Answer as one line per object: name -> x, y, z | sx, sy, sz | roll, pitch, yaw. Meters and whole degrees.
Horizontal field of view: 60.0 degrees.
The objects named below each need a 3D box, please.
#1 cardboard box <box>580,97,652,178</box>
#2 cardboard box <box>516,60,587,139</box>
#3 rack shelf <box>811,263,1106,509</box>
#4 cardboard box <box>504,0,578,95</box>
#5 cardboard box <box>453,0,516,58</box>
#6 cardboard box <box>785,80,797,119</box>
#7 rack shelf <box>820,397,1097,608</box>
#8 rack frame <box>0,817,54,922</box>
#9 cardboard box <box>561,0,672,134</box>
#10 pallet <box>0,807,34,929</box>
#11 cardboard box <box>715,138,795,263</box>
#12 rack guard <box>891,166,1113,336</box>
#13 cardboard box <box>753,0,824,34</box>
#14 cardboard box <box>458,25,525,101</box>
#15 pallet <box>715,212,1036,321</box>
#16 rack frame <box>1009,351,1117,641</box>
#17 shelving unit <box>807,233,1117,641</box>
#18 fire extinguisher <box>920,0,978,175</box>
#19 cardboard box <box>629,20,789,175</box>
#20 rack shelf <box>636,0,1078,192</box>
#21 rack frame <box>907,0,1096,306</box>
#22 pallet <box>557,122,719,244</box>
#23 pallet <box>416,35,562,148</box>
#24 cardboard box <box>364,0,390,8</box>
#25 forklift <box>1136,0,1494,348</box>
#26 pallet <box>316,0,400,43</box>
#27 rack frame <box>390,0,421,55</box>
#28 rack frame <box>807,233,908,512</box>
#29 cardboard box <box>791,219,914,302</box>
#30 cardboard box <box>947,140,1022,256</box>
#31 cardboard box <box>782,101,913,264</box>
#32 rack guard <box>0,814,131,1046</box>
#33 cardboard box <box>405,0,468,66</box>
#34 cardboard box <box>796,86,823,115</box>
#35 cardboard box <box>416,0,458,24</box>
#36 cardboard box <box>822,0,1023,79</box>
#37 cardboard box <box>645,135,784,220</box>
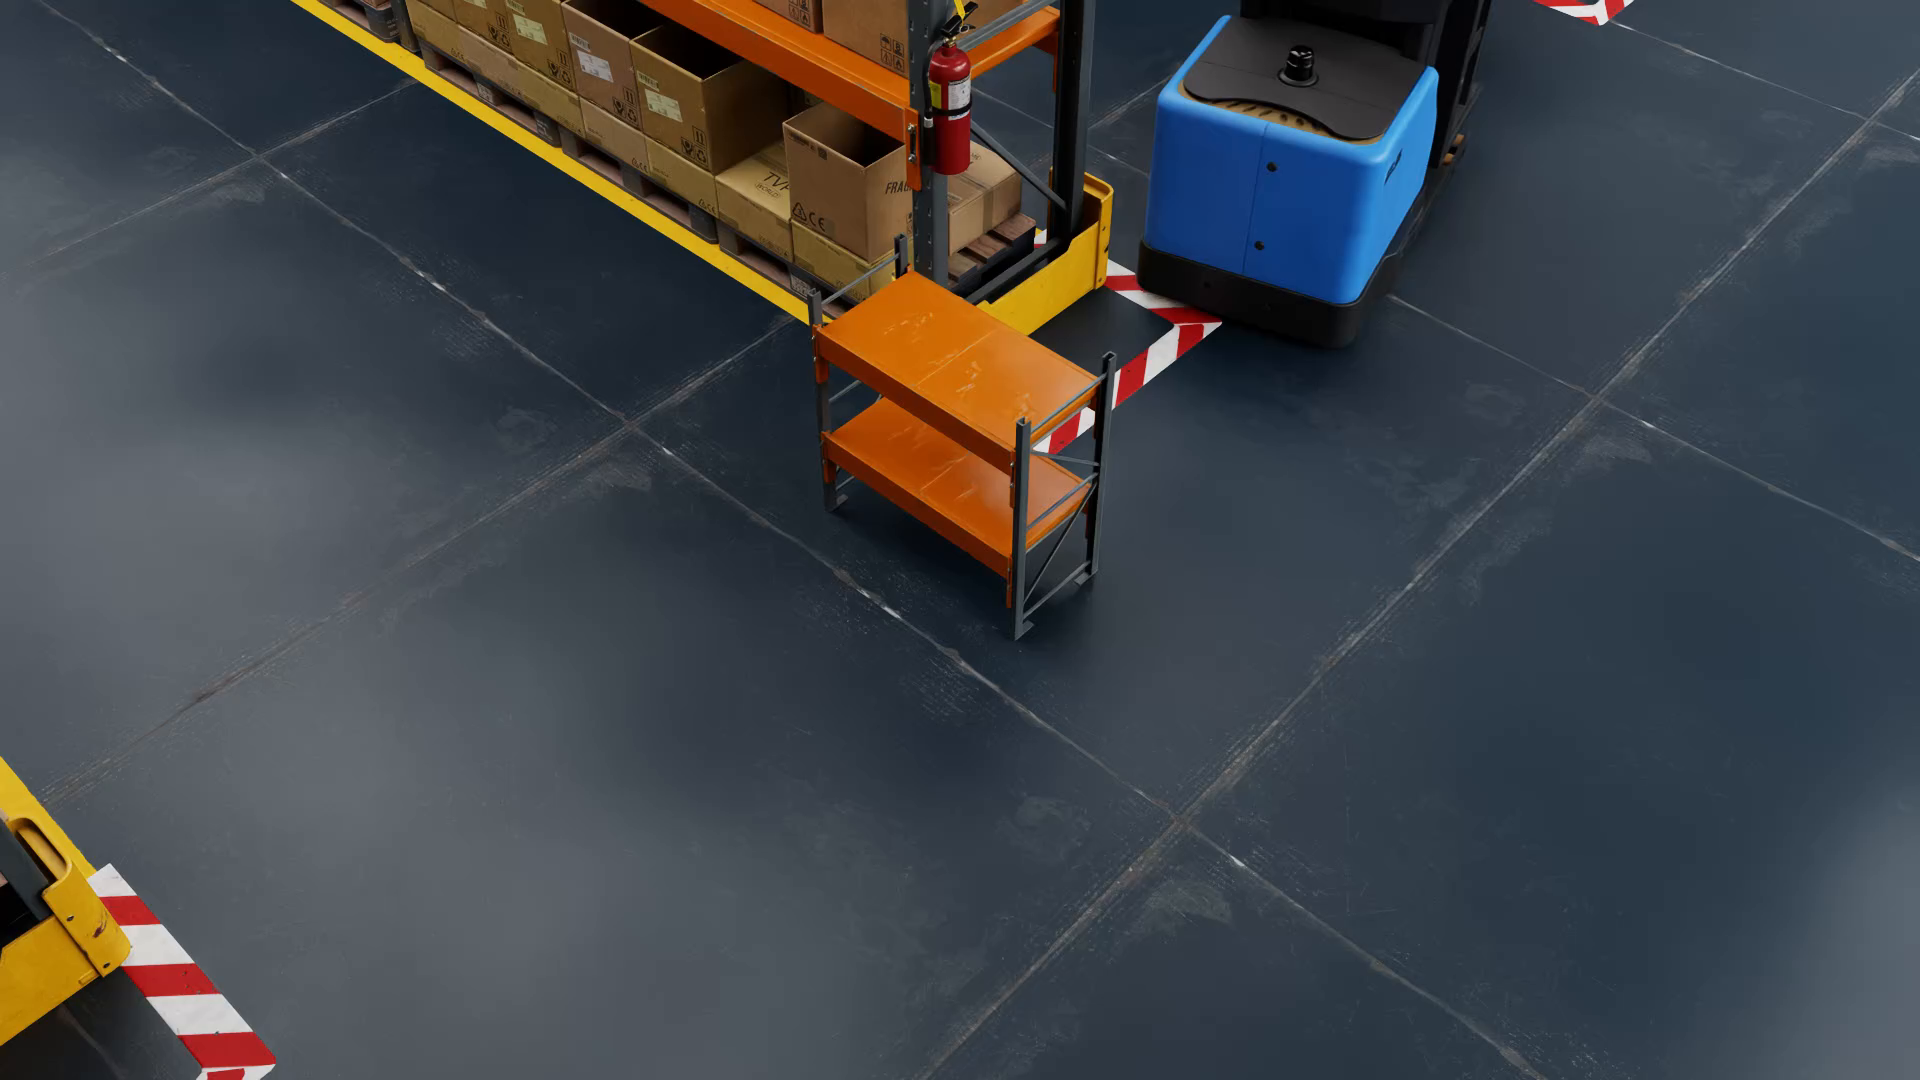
cardboard box -> -1.521, -2.105, 8.267 | 0.500, 0.250, 0.500 | 34, 55, 28
cardboard box -> -1.893, -2.349, 8.496 | 0.500, 0.250, 0.500 | 34, 55, 28
rack shelf -> -0.005, -0.589, 6.130 | 1.000, 0.278, 0.538 | 34, 55, 28
cardboard box -> -1.892, -2.606, 8.223 | 0.500, 0.500, 0.500 | 34, 55, 28
cardboard box -> -2.254, -2.857, 8.459 | 0.500, 0.500, 0.500 | 34, 55, 28
cardboard box -> -0.804, -2.390, 8.020 | 0.500, 0.500, 0.500 | 34, 55, 28
rack shelf -> -0.005, -0.221, 6.521 | 1.000, 0.278, 0.538 | 34, 55, 28
rack frame -> -3.173, 0.596, 4.133 | 0.127, 3.000, 1.000 | 34, 55, 28
cardboard box -> -1.523, -2.360, 7.992 | 0.500, 0.500, 0.500 | 34, 55, 28
pallet -> -3.802, 1.092, 5.580 | 1.213, 0.211, 1.003 | 34, 55, 28
cardboard box -> -0.786, -1.610, 7.802 | 0.500, 0.250, 0.500 | 34, 55, 28
rack guard -> 0.201, -1.193, 7.527 | 0.348, 0.500, 1.175 | 34, 55, 28
cardboard box -> -0.540, -2.589, 7.055 | 0.500, 0.500, 0.700 | 35, 56, 29
cardboard box -> -2.256, -2.599, 8.731 | 0.500, 0.250, 0.500 | 34, 55, 28
pallet -> -0.407, -1.461, 7.977 | 1.213, 0.211, 1.003 | 34, 55, 28
rack frame -> 0.369, -0.137, 6.107 | 0.032, 1.125, 0.500 | 34, 55, 28
shelving unit -> -0.005, -0.388, 6.343 | 1.048, 1.125, 0.538 | 34, 55, 28
fire extinguisher -> -0.044, -1.726, 6.366 | 0.183, 0.674, 0.296 | 34, 55, 28
cardboard box -> -1.157, -2.112, 7.759 | 0.500, 0.500, 0.500 | 34, 55, 28
rack shelf -> -1.286, -2.803, 7.817 | 4.000, 0.370, 1.077 | 34, 55, 28
rack frame -> 0.184, -2.060, 6.627 | 0.127, 3.000, 1.000 | 34, 55, 28
pallet -> -1.299, -2.065, 8.544 | 1.213, 0.211, 1.003 | 34, 55, 28
pallet -> -2.200, -2.668, 9.110 | 1.213, 0.211, 1.003 | 34, 55, 28
cardboard box -> -3.257, -3.290, 9.380 | 0.500, 0.250, 0.500 | 33, 55, 27
forklift -> 1.956, -2.942, 7.502 | 1.130, 2.935, 3.031 | 21, 50, 18
pallet -> -3.323, -3.427, 9.823 | 1.213, 0.211, 1.003 | 34, 55, 28
rack frame -> -2.756, -4.038, 8.484 | 0.127, 3.000, 1.000 | 34, 55, 28
rack frame -> -0.379, -0.640, 6.579 | 0.032, 1.125, 0.500 | 34, 55, 28
cardboard box -> -0.411, -1.370, 7.576 | 0.500, 0.250, 0.500 | 34, 55, 28
cardboard box -> -0.059, -1.647, 7.837 | 0.500, 0.250, 0.500 | 34, 55, 28
cardboard box -> -0.412, -1.625, 7.302 | 0.500, 0.500, 0.500 | 34, 55, 28
rack guard -> -3.229, 1.414, 5.080 | 0.348, 0.500, 1.175 | 34, 55, 28
cardboard box -> -2.620, -2.849, 8.965 | 0.500, 0.250, 0.500 | 34, 55, 28
cardboard box -> -0.428, -2.150, 7.795 | 0.500, 0.500, 0.500 | 34, 55, 28
cardboard box -> -2.627, -3.100, 8.687 | 0.500, 0.500, 0.500 | 34, 55, 28
cardboard box -> -0.151, -2.332, 6.813 | 0.500, 0.500, 0.700 | 34, 55, 28
cardboard box -> -1.155, -1.857, 8.034 | 0.500, 0.250, 0.500 | 34, 55, 28
